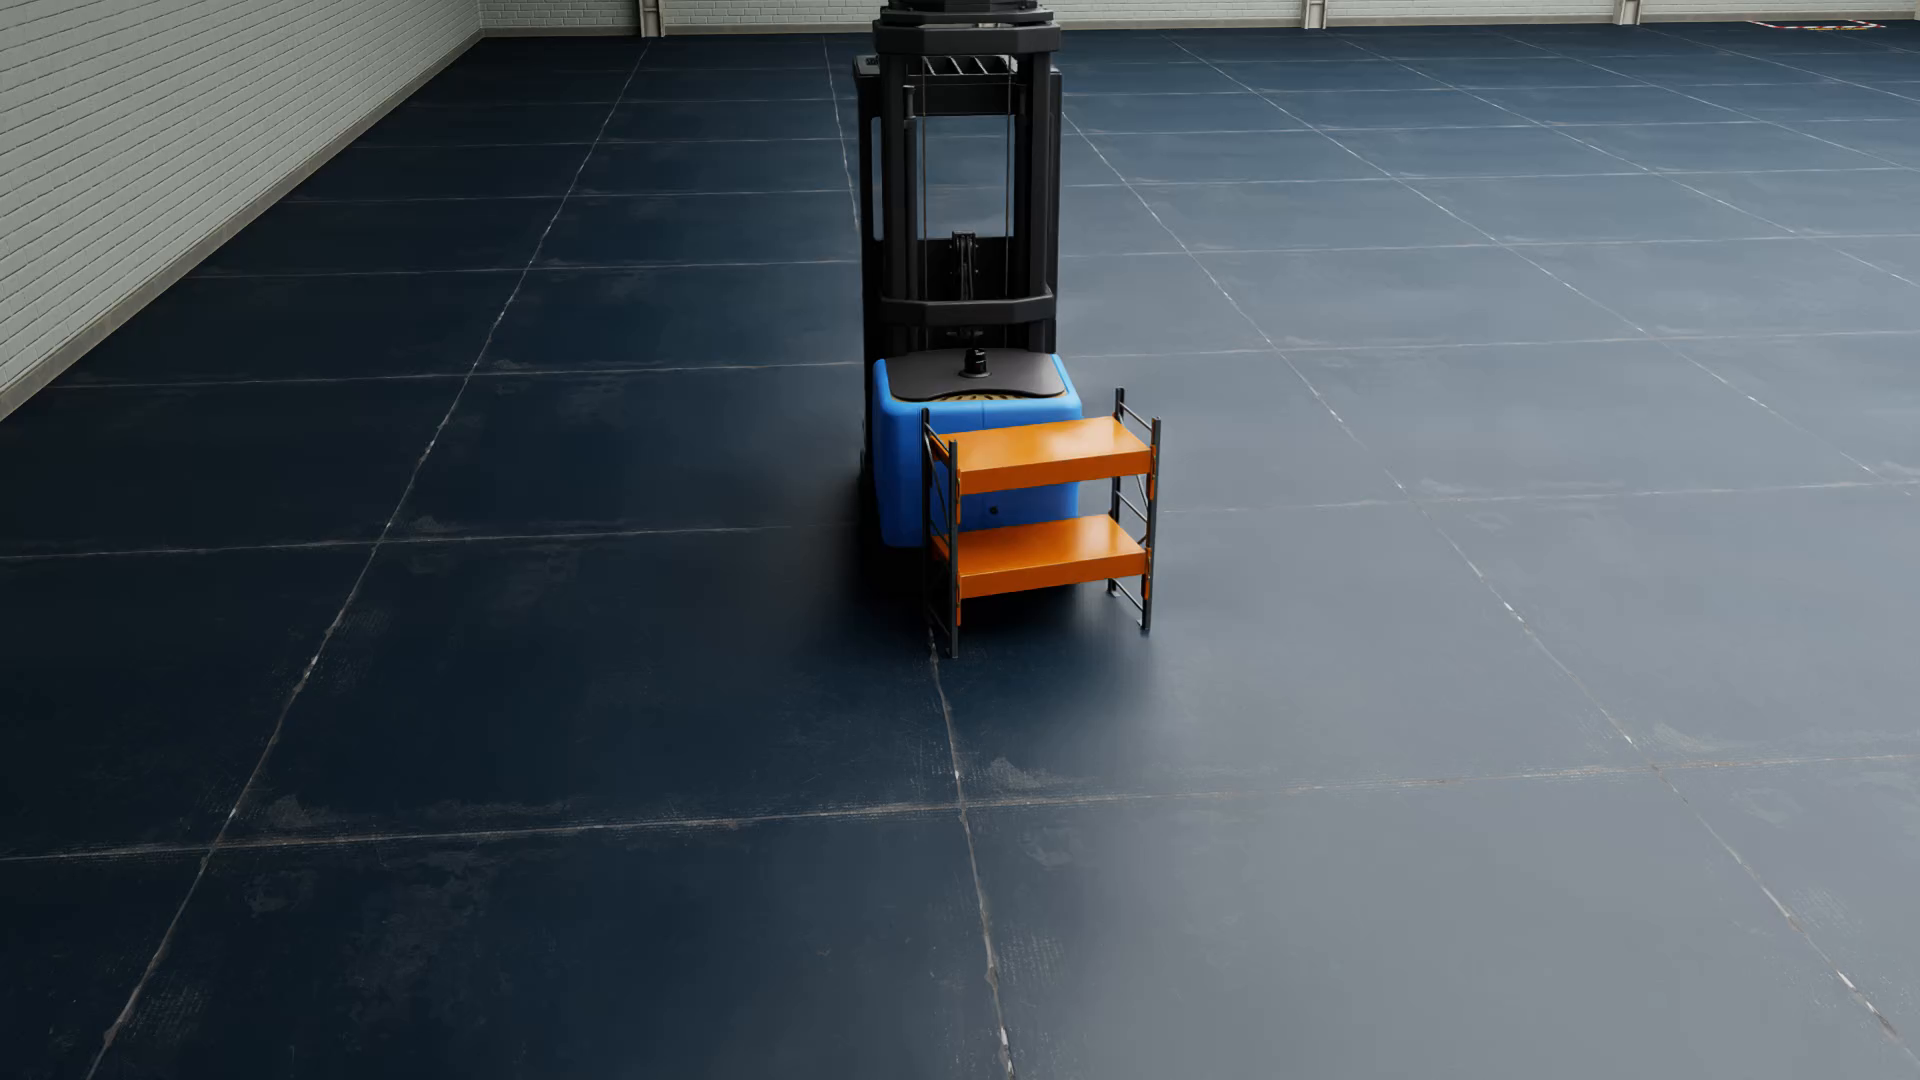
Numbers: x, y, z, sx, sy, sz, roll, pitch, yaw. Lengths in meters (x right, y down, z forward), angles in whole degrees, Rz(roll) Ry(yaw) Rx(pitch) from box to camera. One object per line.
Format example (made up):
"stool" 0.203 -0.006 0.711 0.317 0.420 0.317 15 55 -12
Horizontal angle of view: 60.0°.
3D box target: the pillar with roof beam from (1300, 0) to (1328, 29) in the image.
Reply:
"pillar with roof beam" 6.917 -11.804 24.865 0.400 9.000 9.100 -2 24 -5

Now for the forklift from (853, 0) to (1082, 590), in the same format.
"forklift" -0.024 -1.640 9.467 1.130 2.935 3.031 -2 24 -5

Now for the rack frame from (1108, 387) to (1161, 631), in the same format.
"rack frame" 0.870 -0.156 8.352 0.032 1.125 0.500 -7 25 -16

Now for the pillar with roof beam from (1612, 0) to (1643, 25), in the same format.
"pillar with roof beam" 12.888 -12.044 25.404 0.400 9.000 9.100 -2 24 -5

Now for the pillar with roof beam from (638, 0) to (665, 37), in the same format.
"pillar with roof beam" -5.025 -11.325 23.788 0.400 9.000 9.100 -2 24 -5

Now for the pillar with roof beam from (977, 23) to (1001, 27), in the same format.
"pillar with roof beam" 0.946 -11.565 24.326 0.400 9.000 9.100 -2 24 -5

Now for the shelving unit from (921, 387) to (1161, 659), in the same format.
"shelving unit" 0.385 -0.094 8.214 1.048 1.125 0.538 -7 25 -16

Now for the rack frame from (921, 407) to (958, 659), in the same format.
"rack frame" -0.100 -0.033 8.075 0.032 1.125 0.500 -7 25 -16

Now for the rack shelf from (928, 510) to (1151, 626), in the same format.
"rack shelf" 0.385 0.129 8.313 1.000 0.278 0.538 -7 25 -16

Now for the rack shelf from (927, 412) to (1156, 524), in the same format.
"rack shelf" 0.385 -0.362 8.095 1.000 0.278 0.538 -7 25 -16

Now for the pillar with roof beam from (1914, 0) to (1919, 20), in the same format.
"pillar with roof beam" 18.859 -12.284 25.943 0.400 9.000 9.100 -2 24 -5
